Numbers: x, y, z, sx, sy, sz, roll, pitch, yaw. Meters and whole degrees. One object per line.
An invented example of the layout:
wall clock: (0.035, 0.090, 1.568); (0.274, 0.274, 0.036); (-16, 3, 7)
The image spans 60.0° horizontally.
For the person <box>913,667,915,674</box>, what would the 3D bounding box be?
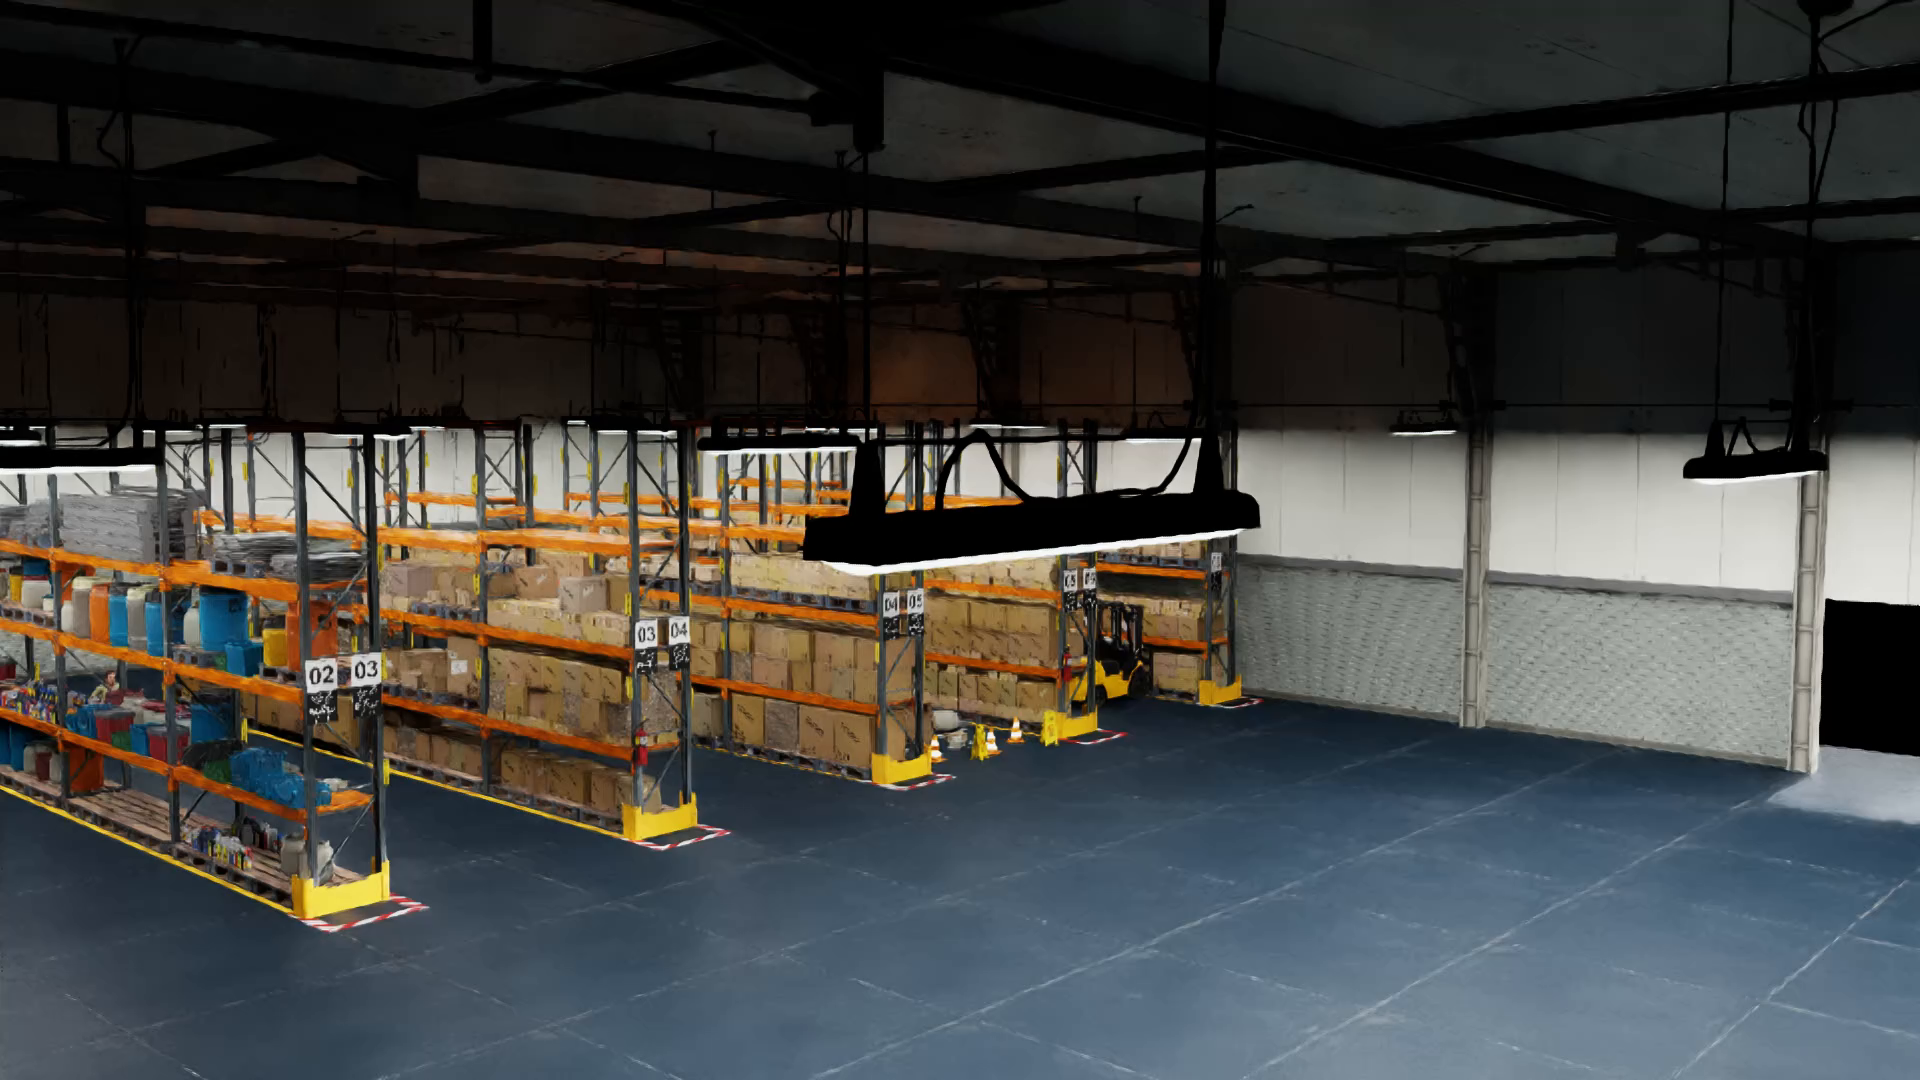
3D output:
person: (-1.277, 2.255, 38.809); (0.577, 1.785, 0.655); (-2, 5, -21)

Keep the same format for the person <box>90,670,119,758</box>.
person: (-15.198, 3.172, 29.679); (0.507, 1.486, 0.585); (4, 6, 40)
